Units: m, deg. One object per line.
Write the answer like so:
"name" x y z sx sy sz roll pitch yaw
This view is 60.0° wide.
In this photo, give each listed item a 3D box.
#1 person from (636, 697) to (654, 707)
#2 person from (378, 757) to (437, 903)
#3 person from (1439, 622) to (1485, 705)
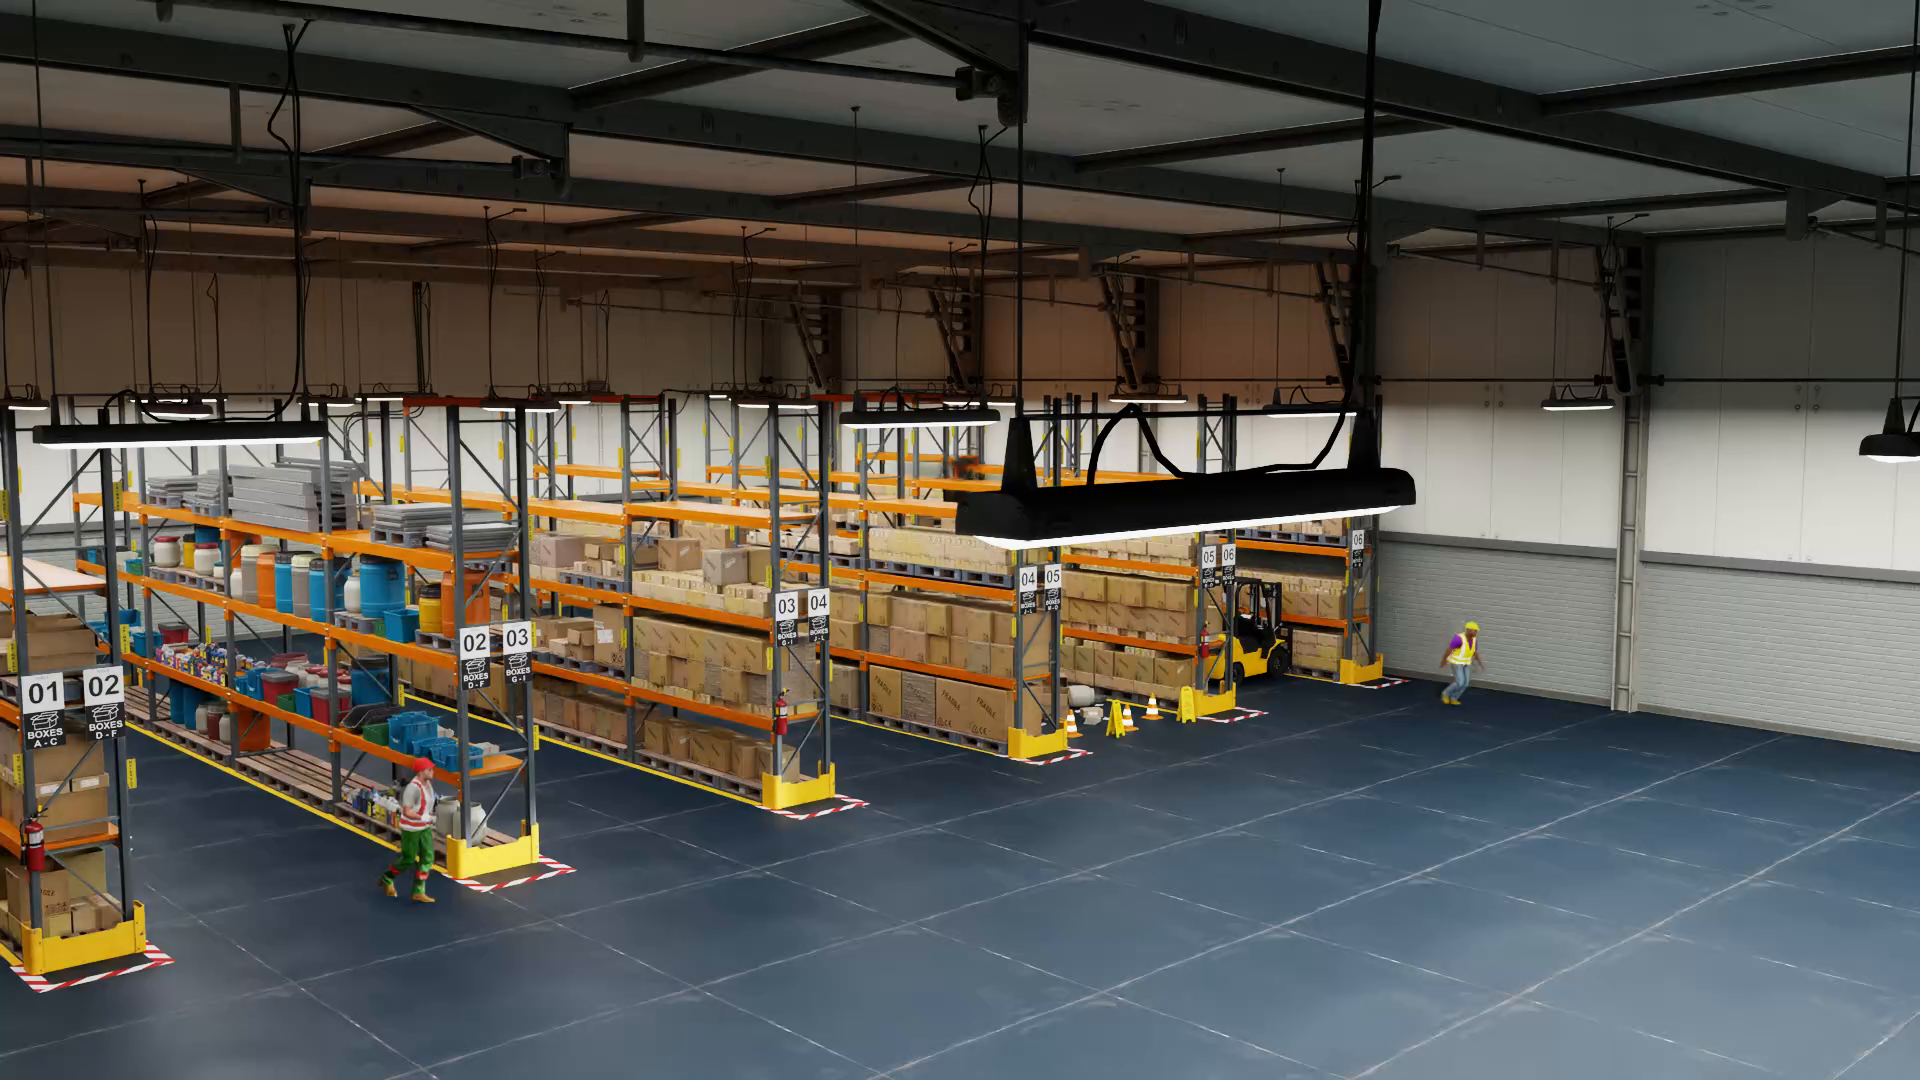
"person" -5.847 2.495 31.641 0.901 1.593 0.680 2 6 24
"person" -6.712 3.505 20.227 0.784 1.773 0.658 1 6 15
"person" 9.686 2.380 32.082 0.697 1.664 0.656 -3 6 -30
